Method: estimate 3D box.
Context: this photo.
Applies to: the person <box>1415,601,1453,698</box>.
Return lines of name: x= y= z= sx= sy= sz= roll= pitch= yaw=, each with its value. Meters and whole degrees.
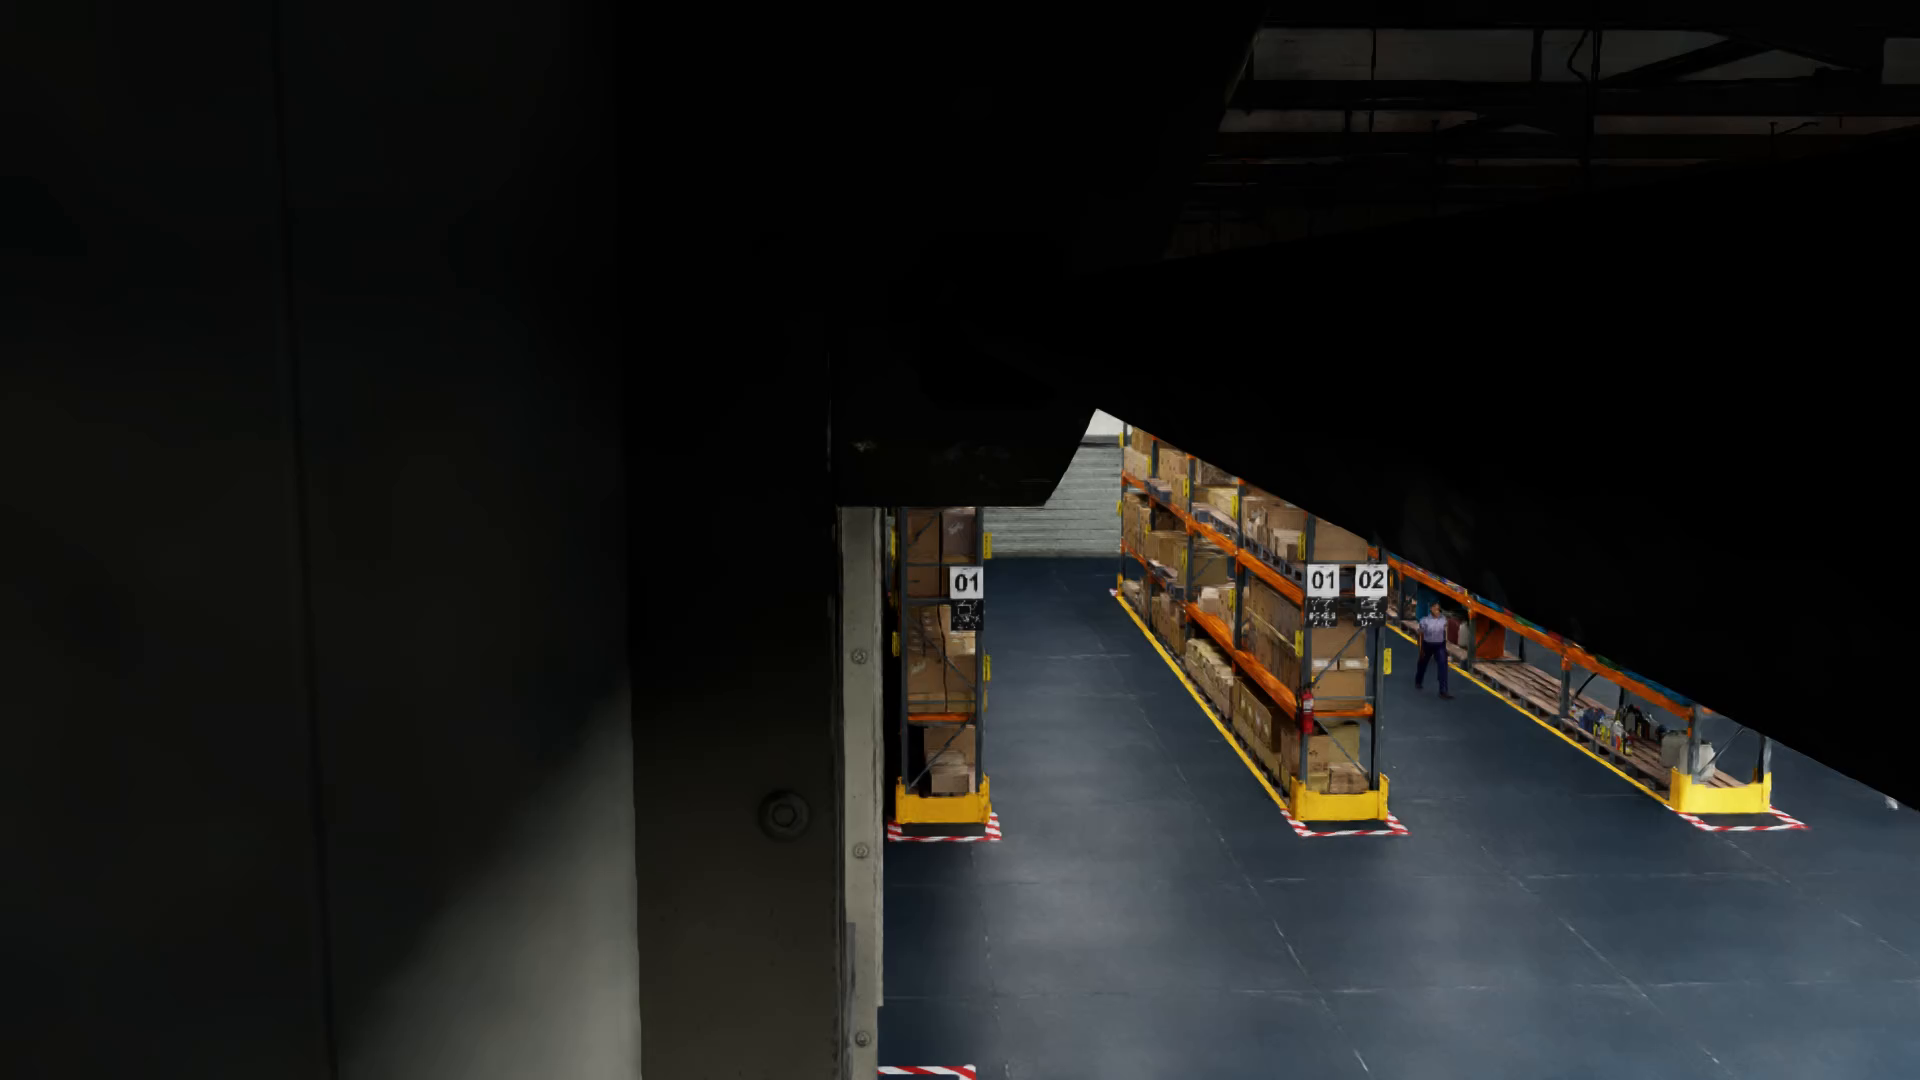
person: x=7.690 y=1.746 z=27.086 sx=0.479 sy=1.567 sz=1.090 roll=0 pitch=8 yaw=0

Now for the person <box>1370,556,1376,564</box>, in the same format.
person: x=10.397 y=-0.189 z=40.813 sx=0.625 sy=1.611 sz=0.575 roll=-1 pitch=8 yaw=-5

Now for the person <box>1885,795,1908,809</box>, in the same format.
person: x=12.025 y=2.554 z=20.907 sx=0.724 sy=1.718 sz=0.546 roll=-7 pitch=11 yaw=-43
